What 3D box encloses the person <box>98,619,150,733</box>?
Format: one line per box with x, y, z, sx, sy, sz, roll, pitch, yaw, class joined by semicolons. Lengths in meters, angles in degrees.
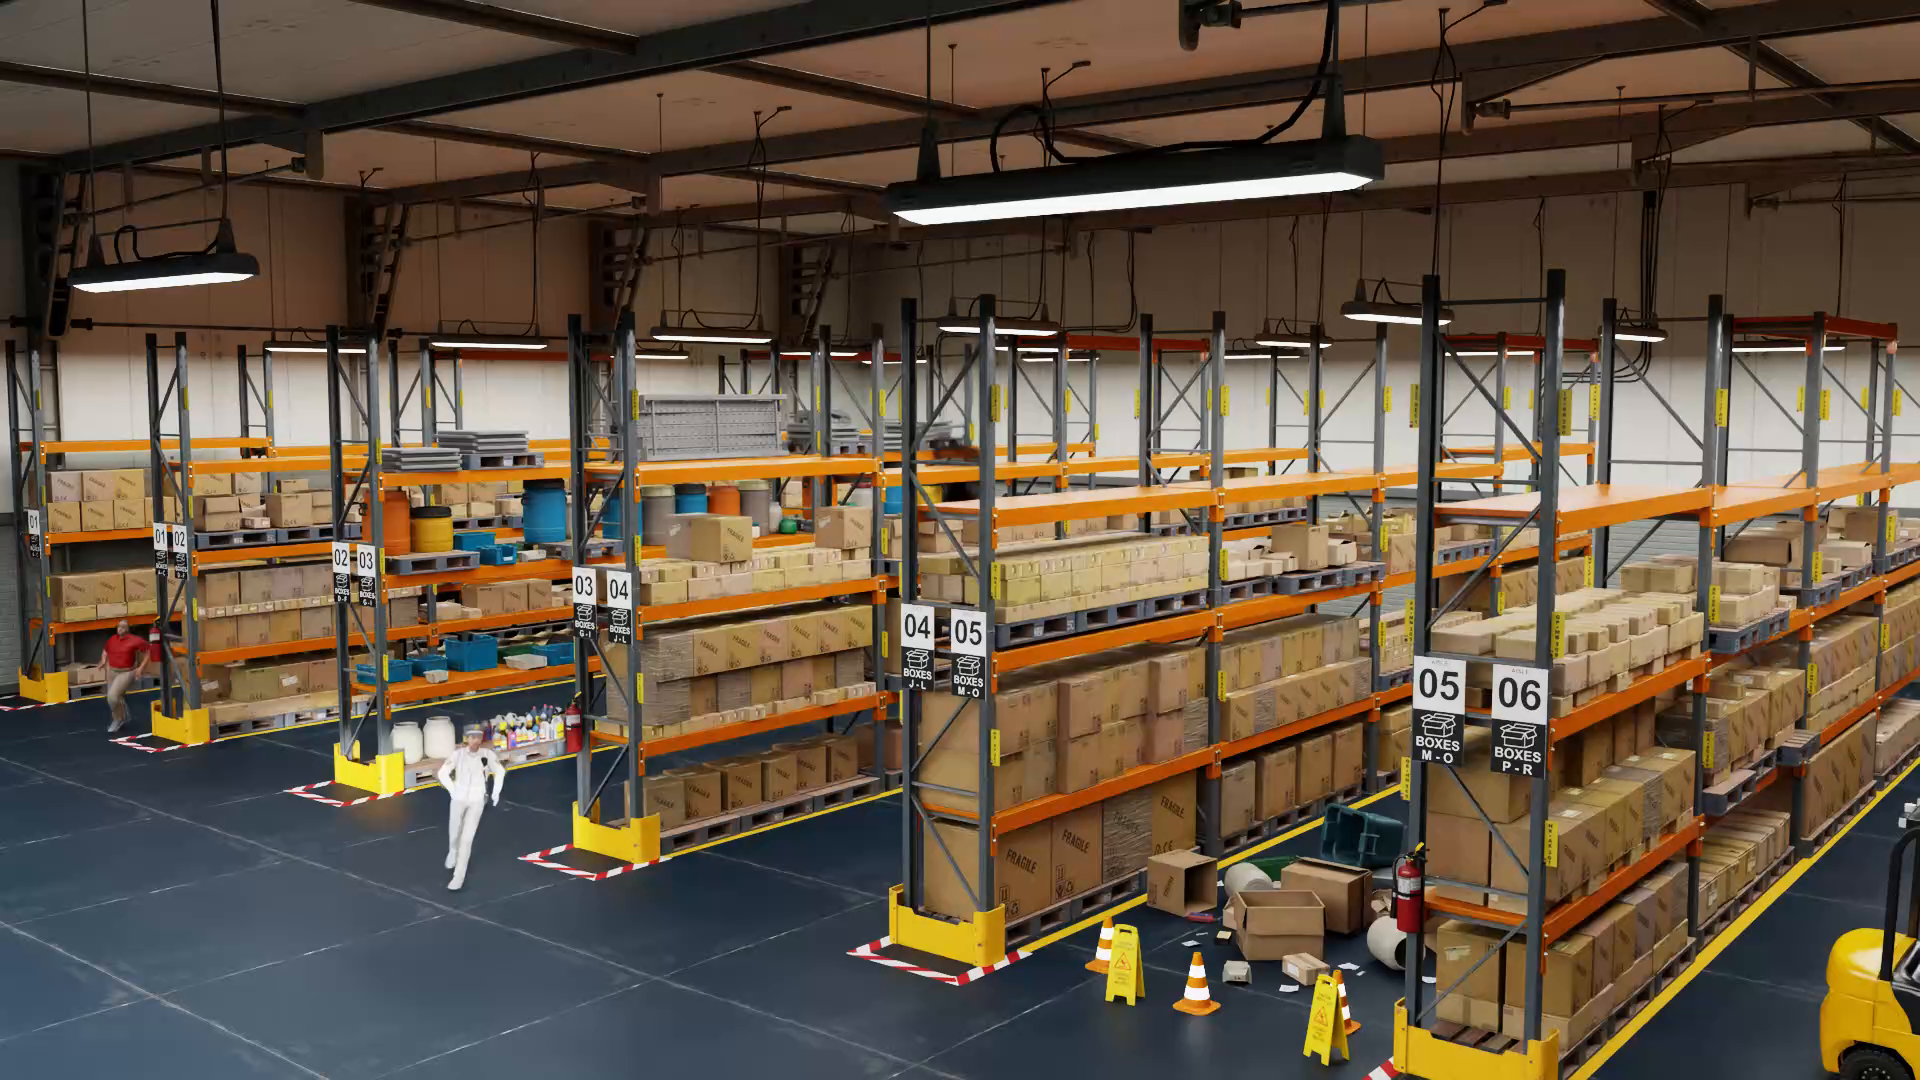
-12.718;2.077;25.275;0.724;1.720;0.676;2;5;17;person

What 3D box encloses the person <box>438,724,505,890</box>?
-5.154;2.749;17.530;0.669;1.656;0.916;-1;5;-10;person
